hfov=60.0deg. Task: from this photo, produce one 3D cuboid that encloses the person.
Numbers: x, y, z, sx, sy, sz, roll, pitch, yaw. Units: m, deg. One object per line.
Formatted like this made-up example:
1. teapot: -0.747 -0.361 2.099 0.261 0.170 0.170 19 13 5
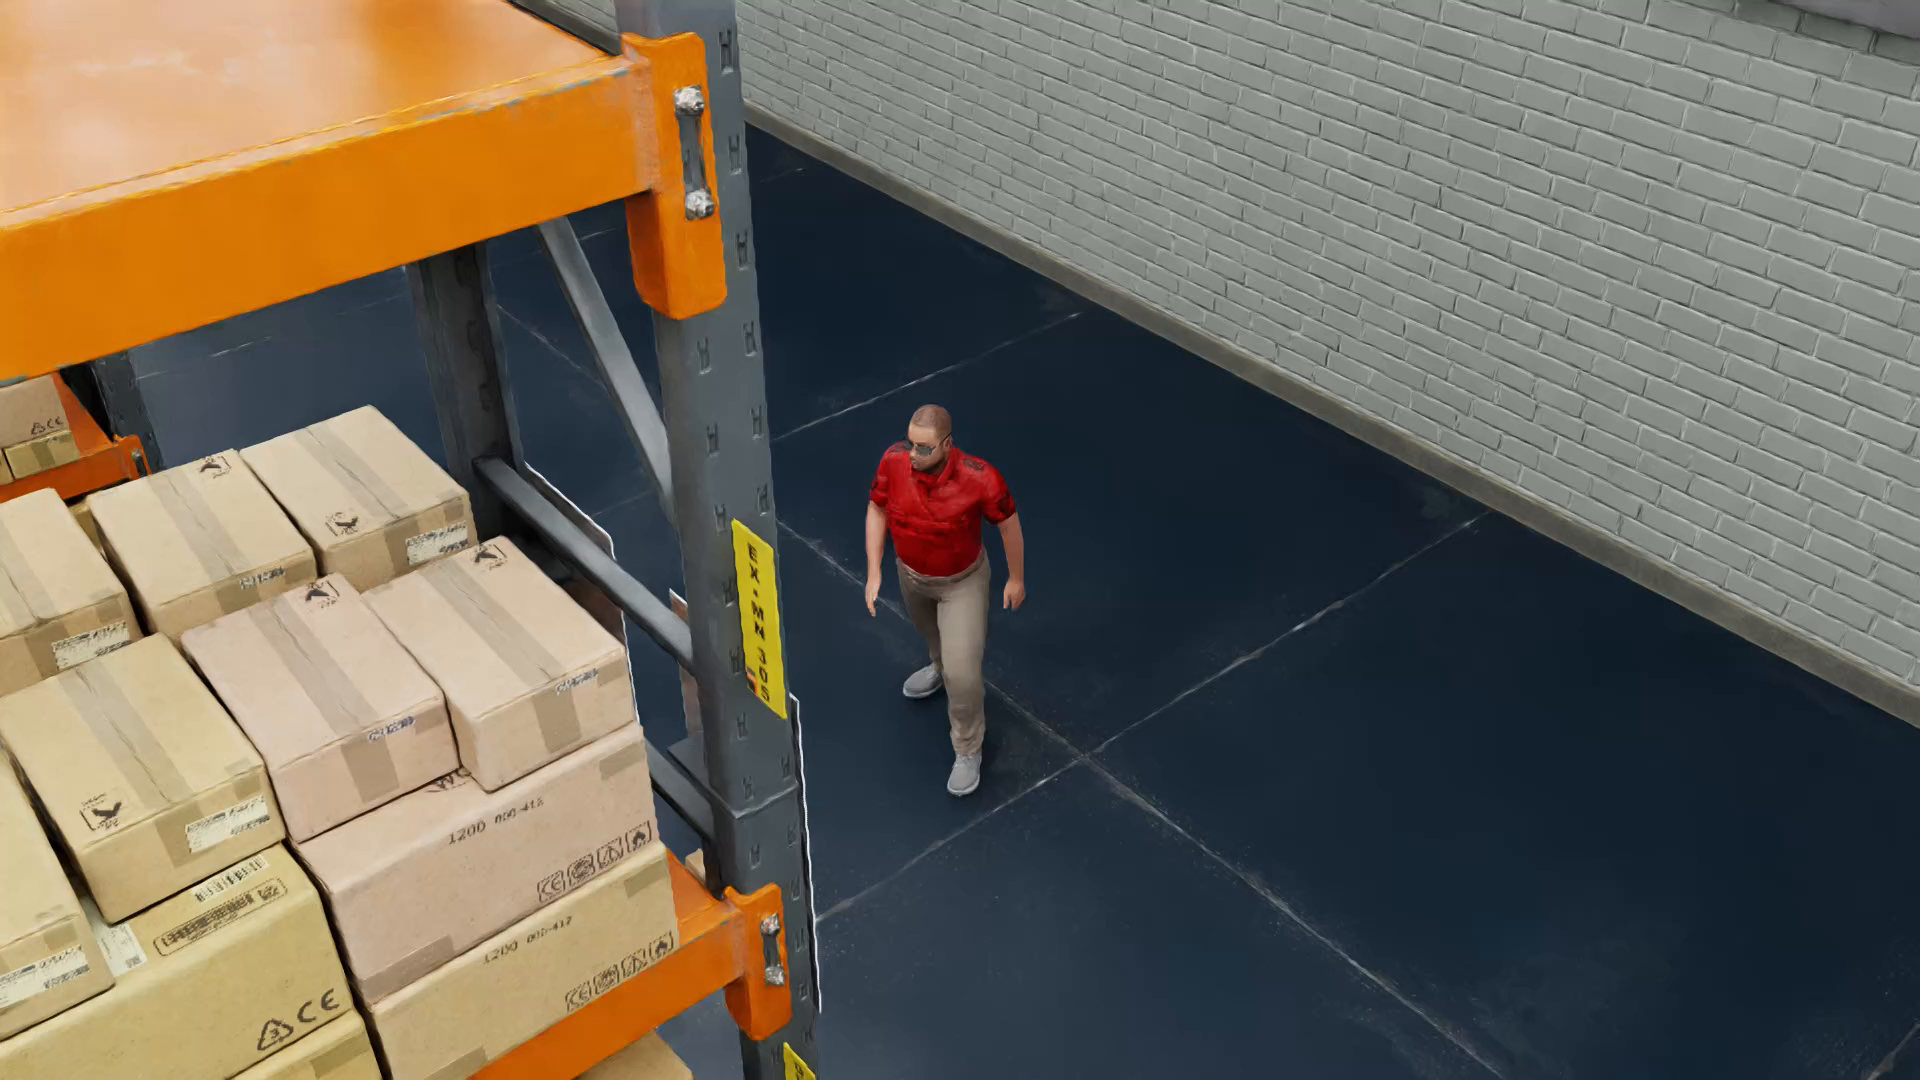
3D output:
1. person: -0.066 0.152 6.902 0.655 1.683 0.754 19 40 25
